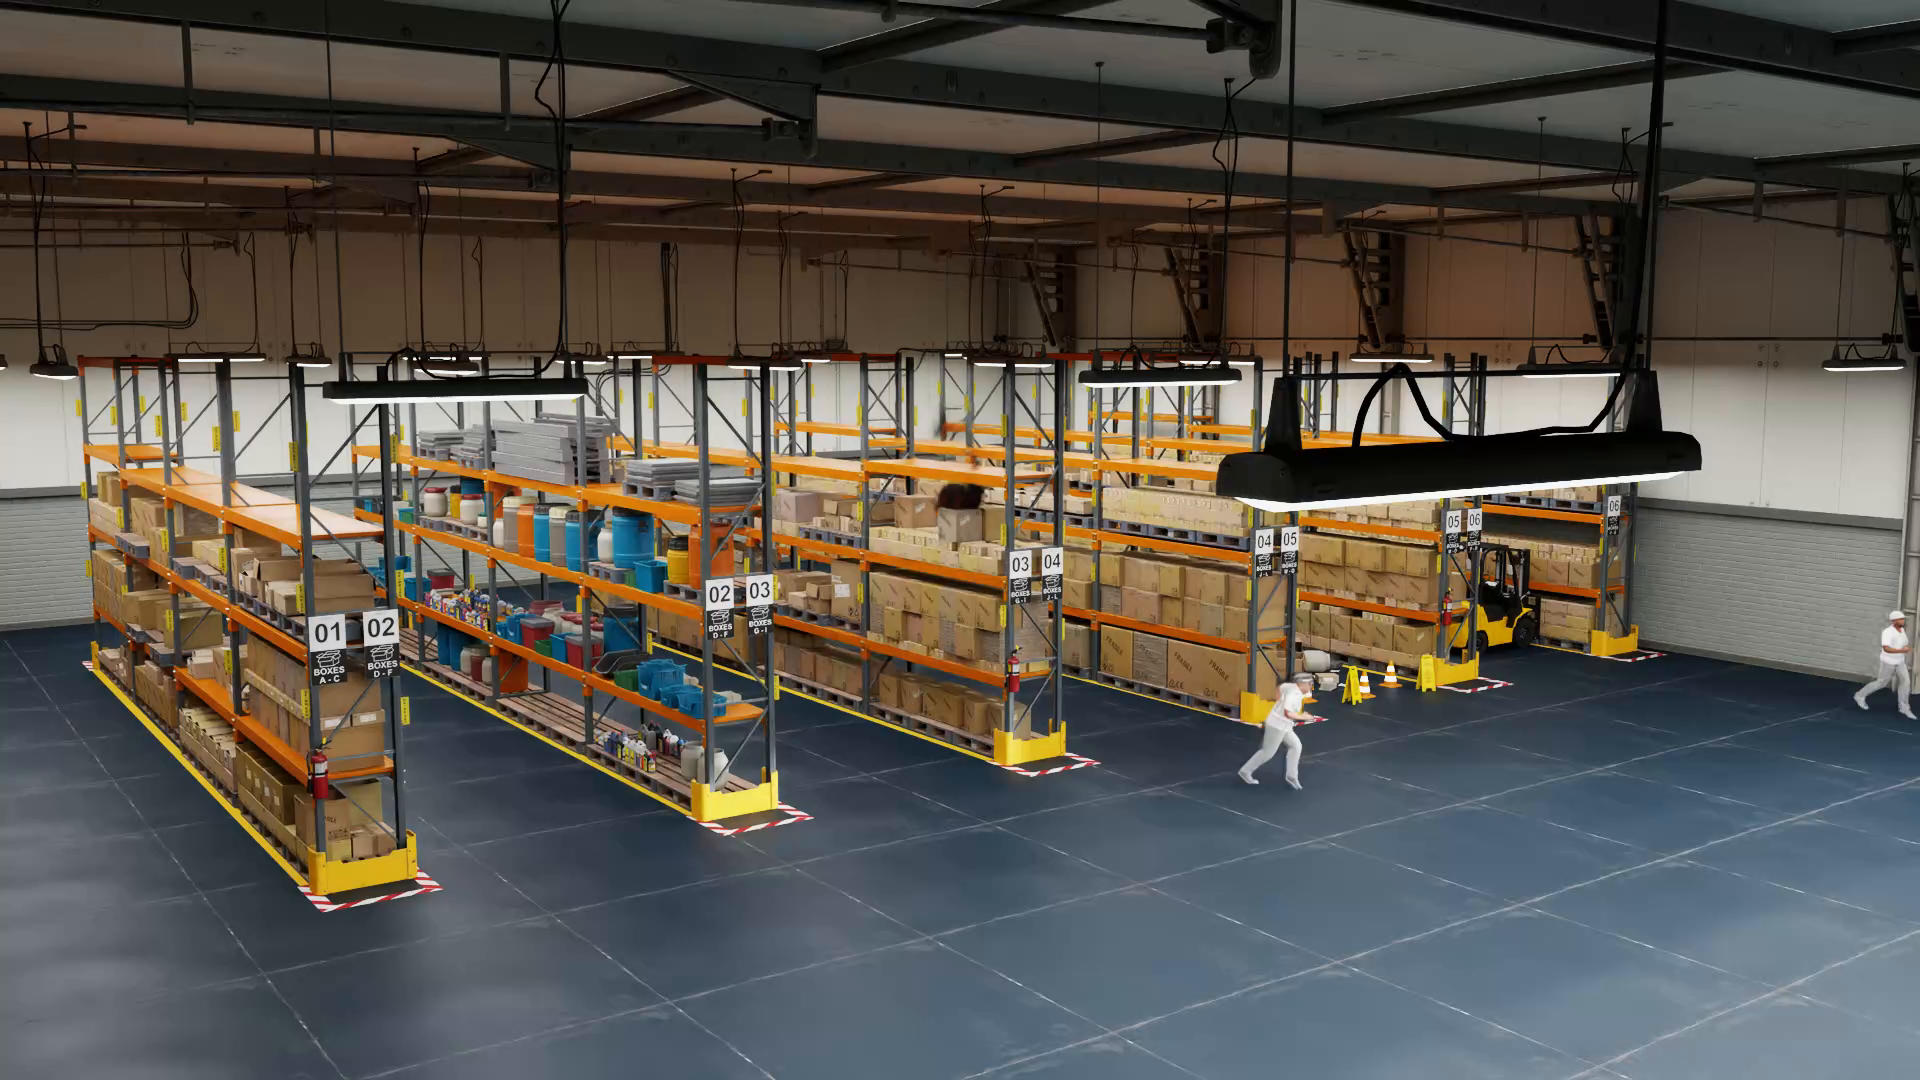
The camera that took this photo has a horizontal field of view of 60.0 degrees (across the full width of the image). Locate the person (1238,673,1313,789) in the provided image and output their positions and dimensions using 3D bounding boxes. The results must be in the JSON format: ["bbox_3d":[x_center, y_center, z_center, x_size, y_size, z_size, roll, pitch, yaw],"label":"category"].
[{"bbox_3d":[4.448,2.707,23.474,1.014,1.719,0.707,1,7,12],"label":"person"}]

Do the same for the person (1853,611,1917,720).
[{"bbox_3d":[15.636,2.066,27.978,0.712,1.798,0.962,-5,8,-34],"label":"person"}]

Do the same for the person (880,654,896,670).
[{"bbox_3d":[-1.238,1.670,31.642,0.560,1.667,0.567,-6,9,-39],"label":"person"}]

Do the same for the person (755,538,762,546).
[{"bbox_3d":[-4.608,0.840,37.845,0.651,1.805,0.983,-5,9,-36],"label":"person"}]
